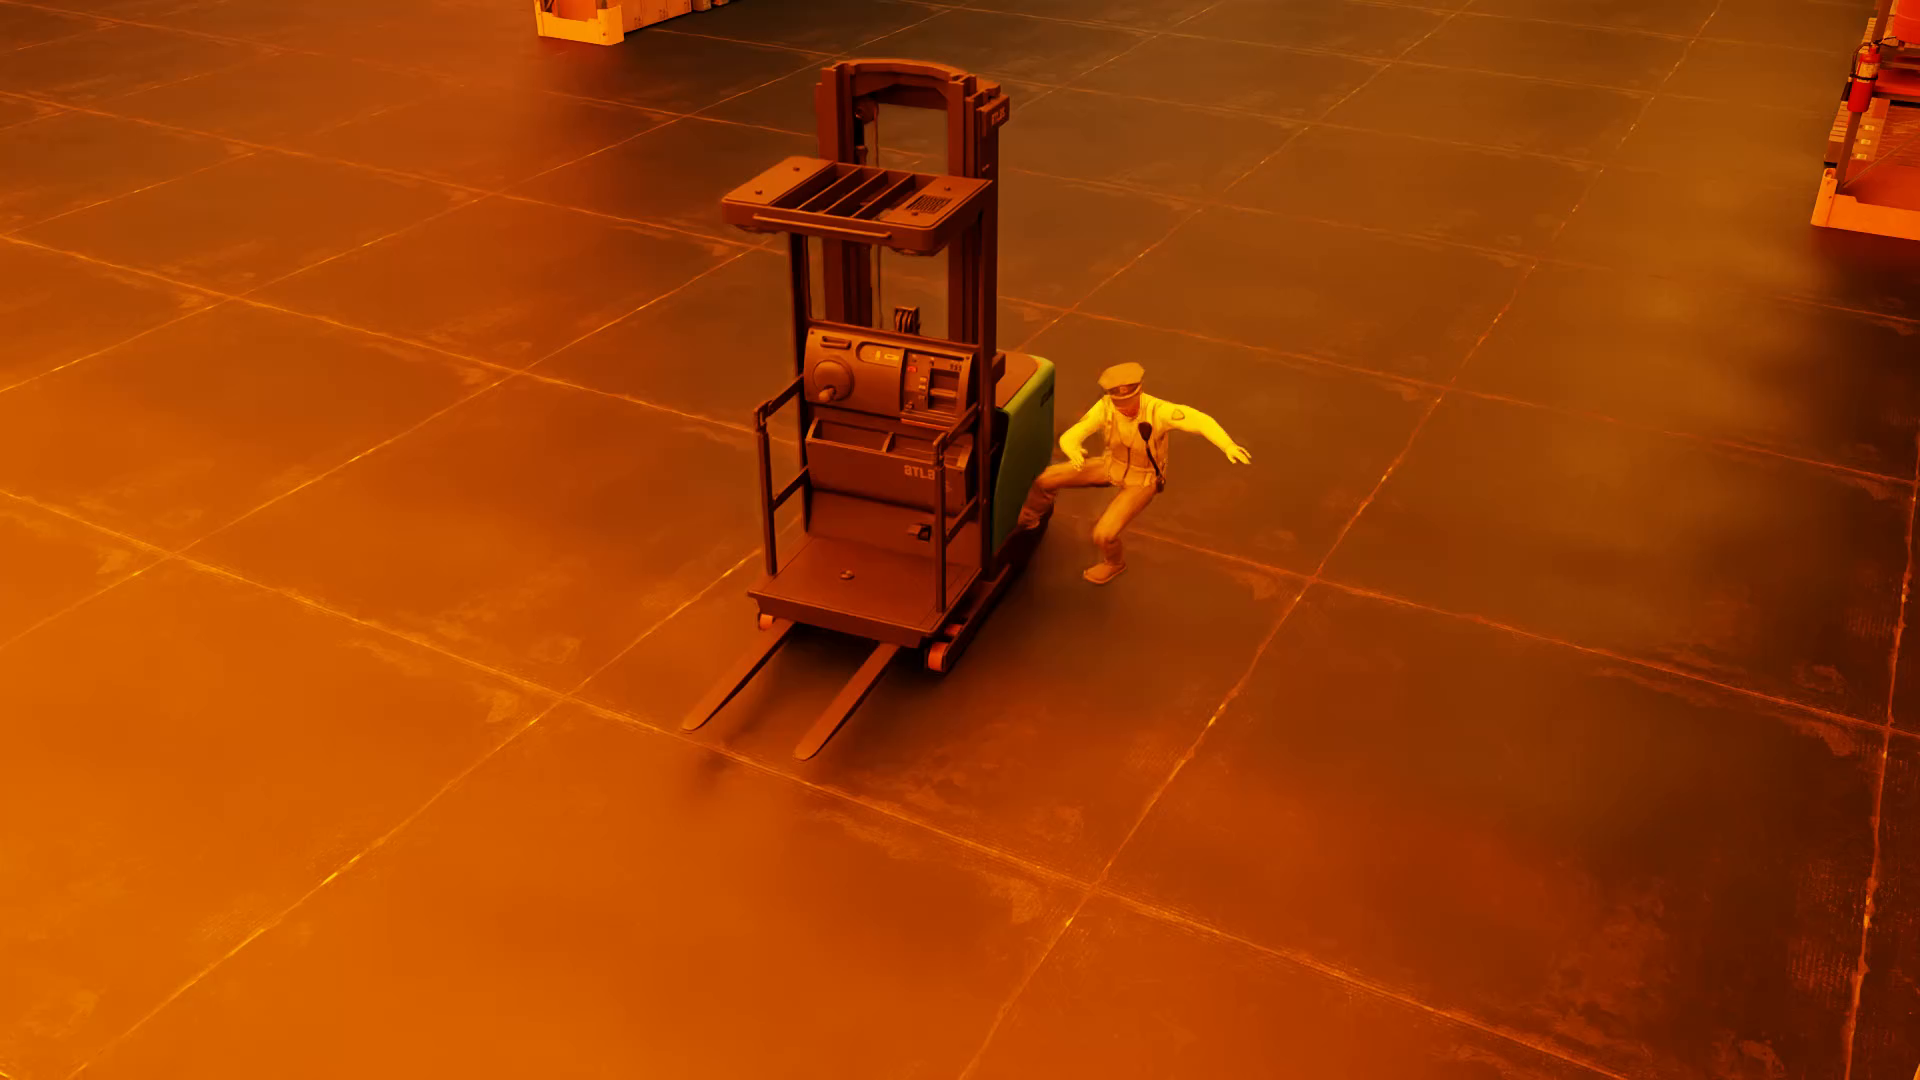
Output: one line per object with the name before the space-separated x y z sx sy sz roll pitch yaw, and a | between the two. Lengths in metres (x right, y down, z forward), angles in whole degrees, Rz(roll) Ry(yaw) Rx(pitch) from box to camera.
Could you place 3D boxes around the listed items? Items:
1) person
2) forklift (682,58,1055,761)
person | 0.881 -0.321 9.109 1.508 1.333 0.754 15 33 24
forklift | -0.457 -0.809 8.473 1.130 2.935 3.031 12 32 19
